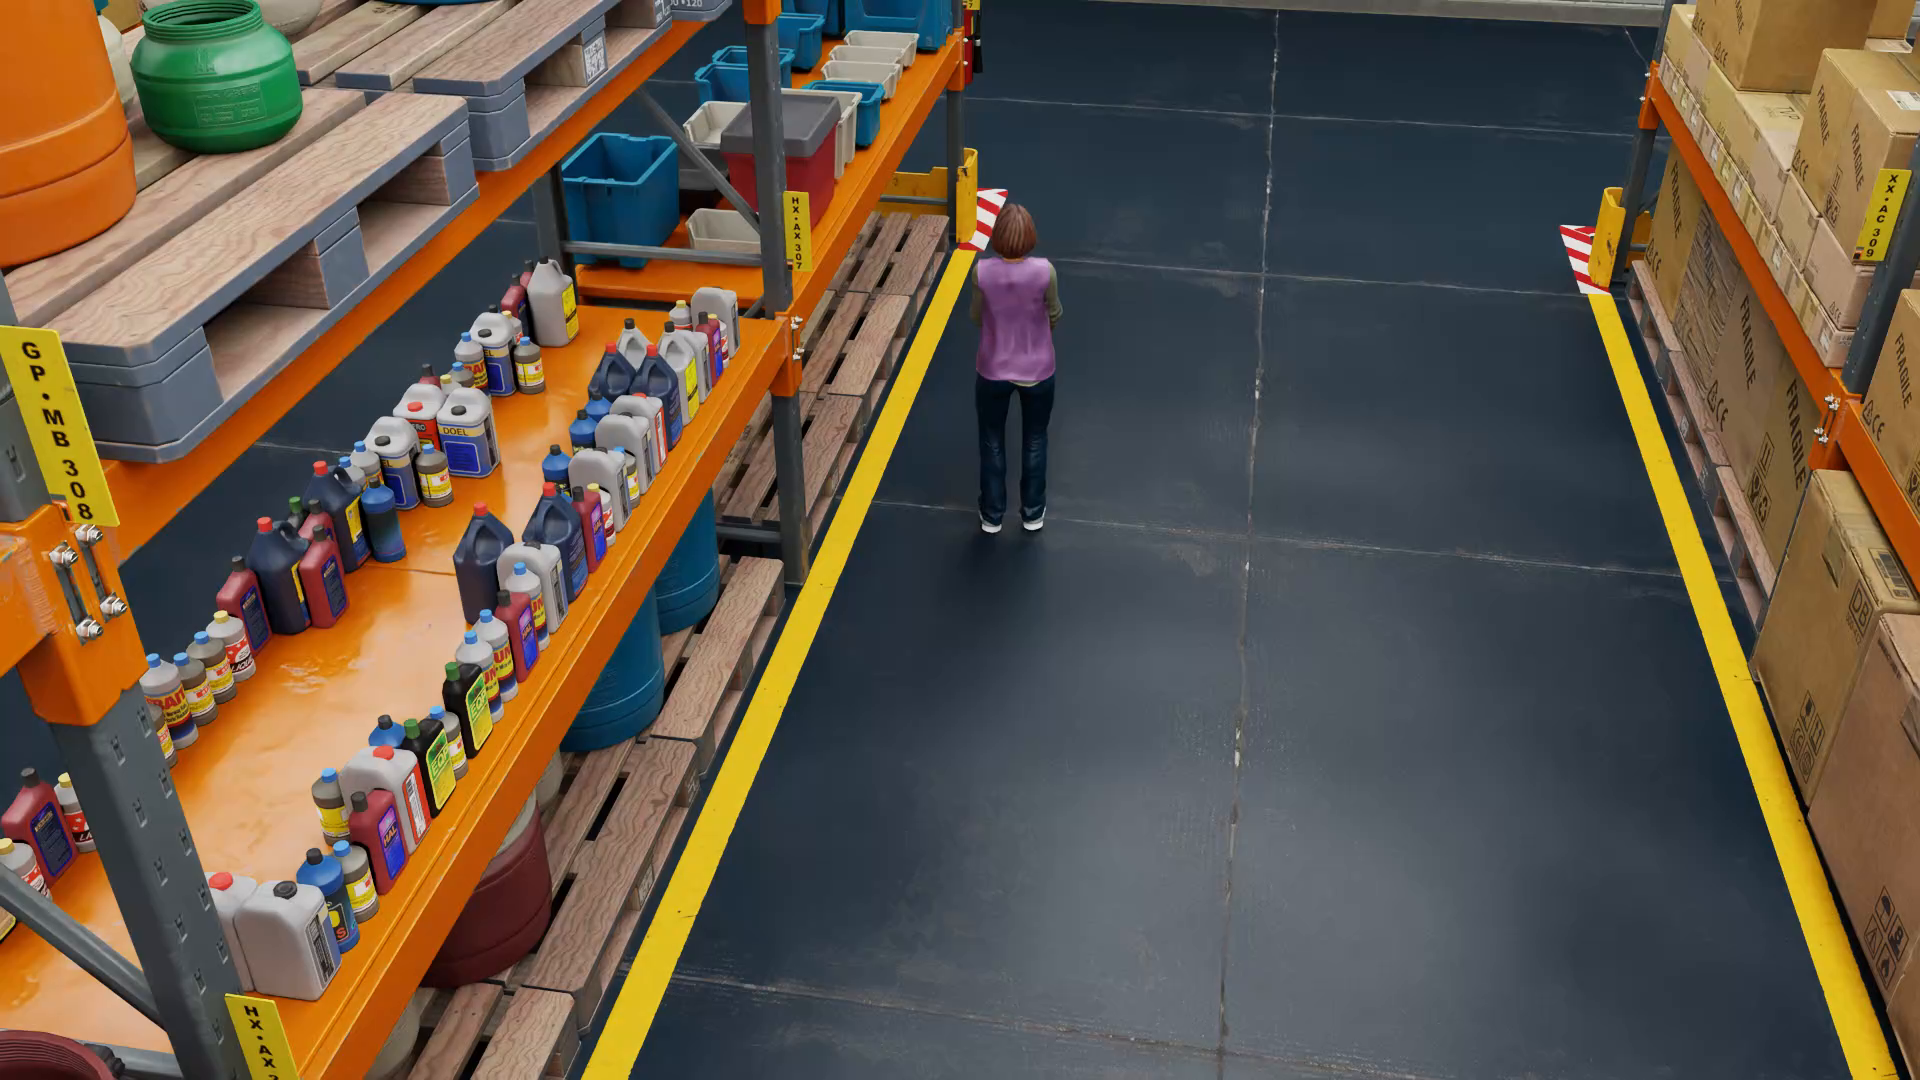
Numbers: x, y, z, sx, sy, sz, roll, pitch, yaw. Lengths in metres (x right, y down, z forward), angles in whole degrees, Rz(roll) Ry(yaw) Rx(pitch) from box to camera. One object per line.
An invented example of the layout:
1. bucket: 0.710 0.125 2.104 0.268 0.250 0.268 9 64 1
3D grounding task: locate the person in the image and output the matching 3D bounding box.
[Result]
1. person: 0.240 -0.780 7.360 0.408 1.589 0.498 1 33 2
